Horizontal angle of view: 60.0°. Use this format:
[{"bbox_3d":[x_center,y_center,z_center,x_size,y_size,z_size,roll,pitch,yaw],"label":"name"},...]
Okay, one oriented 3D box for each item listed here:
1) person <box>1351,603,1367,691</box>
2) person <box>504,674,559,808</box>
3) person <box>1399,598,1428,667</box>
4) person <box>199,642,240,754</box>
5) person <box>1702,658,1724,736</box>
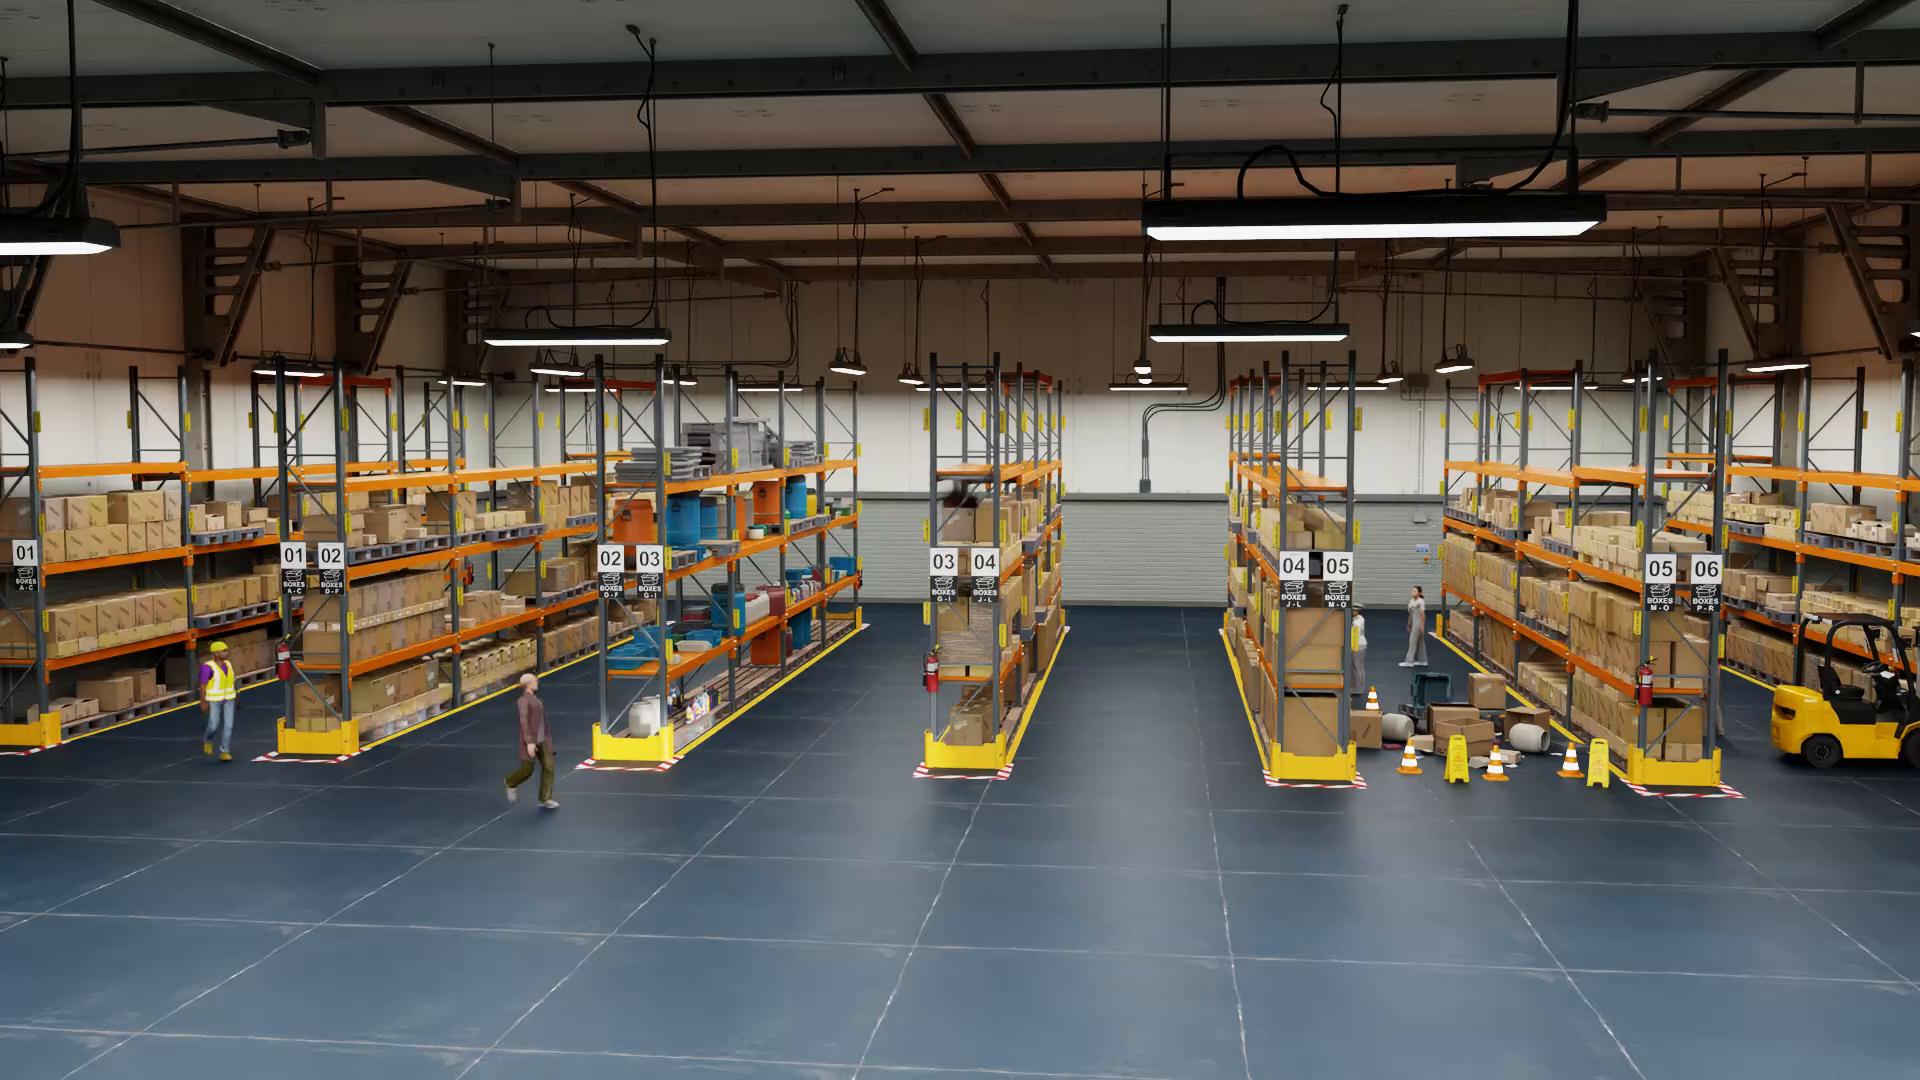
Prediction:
[{"bbox_3d":[7.320,1.965,30.617,0.337,1.614,0.494,2,4,25],"label":"person"},{"bbox_3d":[-5.589,2.598,21.638,0.862,1.739,0.529,4,5,41],"label":"person"},{"bbox_3d":[9.307,1.887,34.162,0.620,1.404,0.492,0,4,5],"label":"person"},{"bbox_3d":[-10.998,2.345,24.676,0.595,1.687,0.500,-4,5,-41],"label":"person"},{"bbox_3d":[11.974,2.369,26.613,0.437,1.522,0.527,3,5,33],"label":"person"}]
